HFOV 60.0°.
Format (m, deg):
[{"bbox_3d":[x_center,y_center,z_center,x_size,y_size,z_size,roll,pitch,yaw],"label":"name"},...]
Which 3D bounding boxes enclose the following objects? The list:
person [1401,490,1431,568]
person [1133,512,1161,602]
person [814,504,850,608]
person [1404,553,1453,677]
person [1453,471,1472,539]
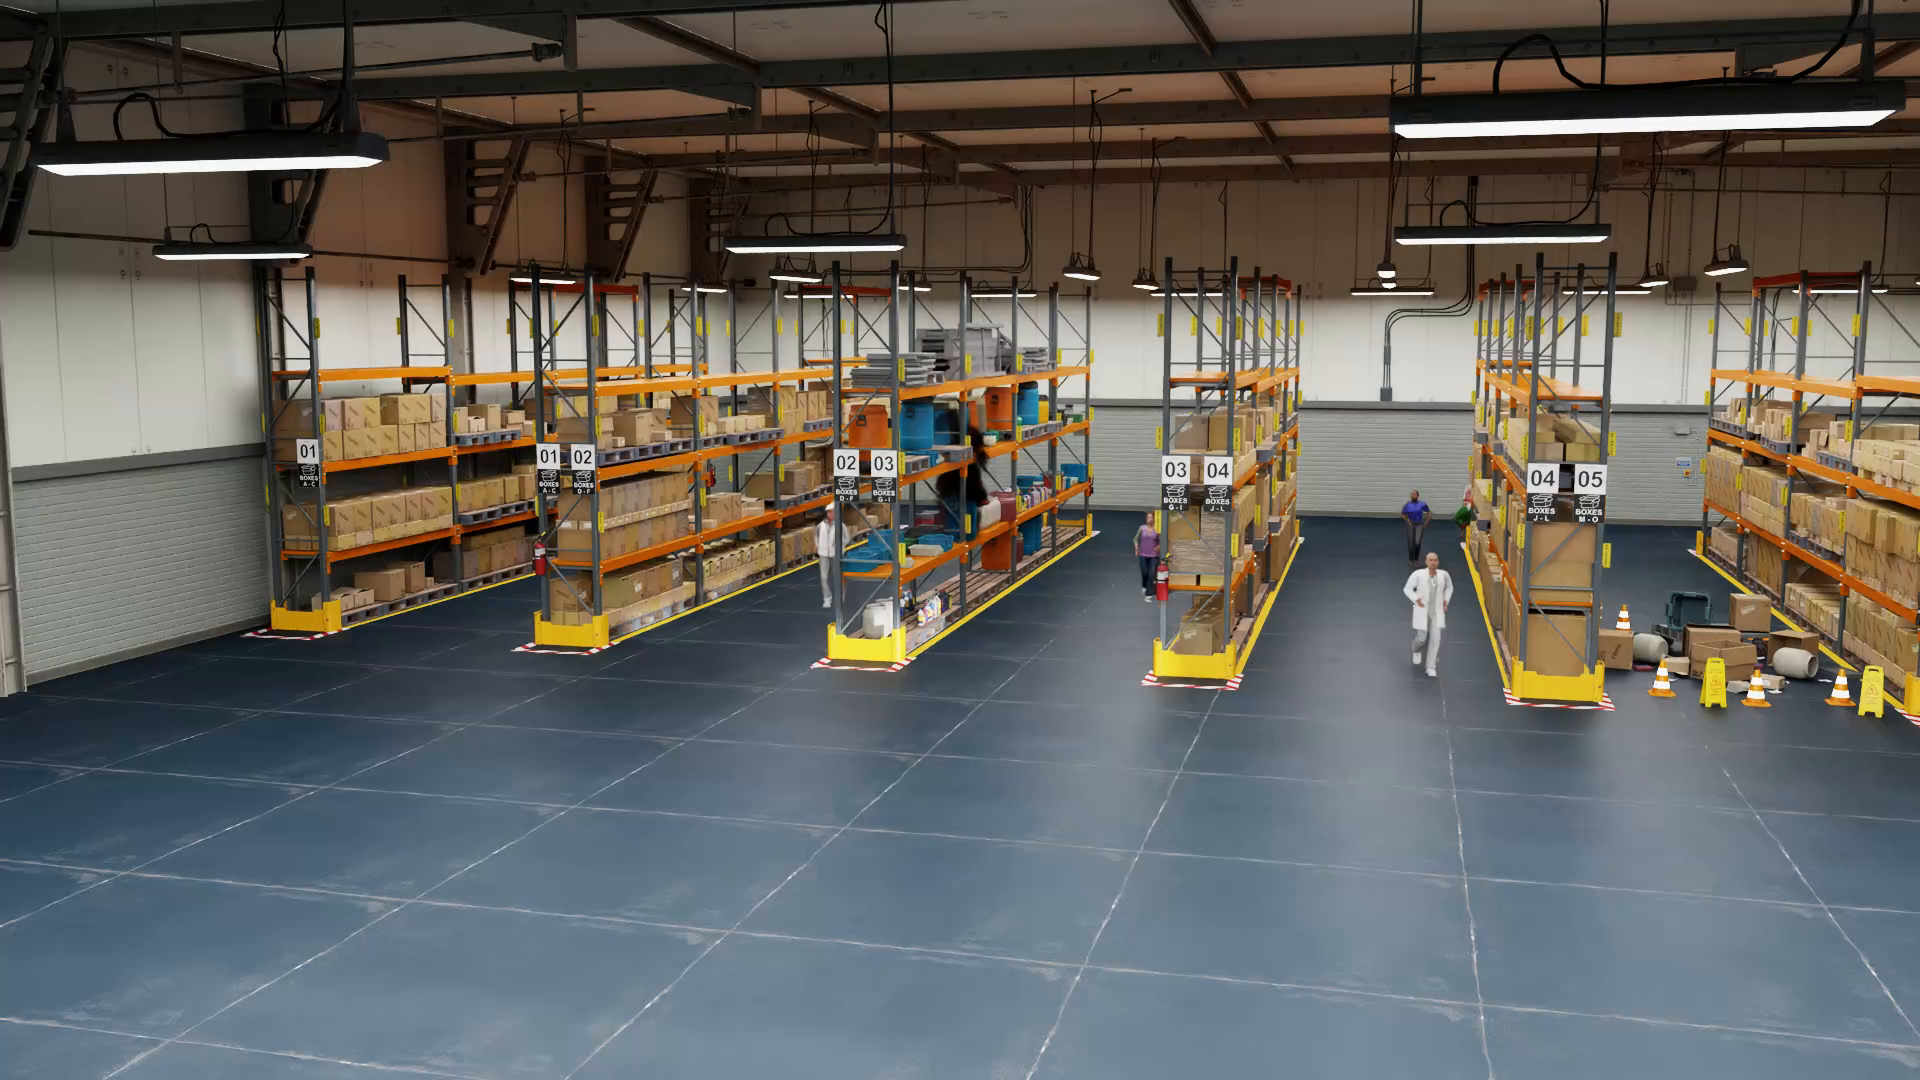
[{"bbox_3d":[9.562,-0.229,34.953,0.581,1.651,0.656,3,8,22],"label":"person"},{"bbox_3d":[3.265,0.303,28.777,0.532,1.550,0.474,1,7,6],"label":"person"},{"bbox_3d":[-2.202,0.268,28.289,0.668,1.760,0.707,1,7,9],"label":"person"},{"bbox_3d":[6.830,1.150,24.219,0.725,1.562,0.913,0,7,2],"label":"person"},{"bbox_3d":[12.051,-0.826,39.397,0.657,1.690,0.761,3,8,25],"label":"person"}]
